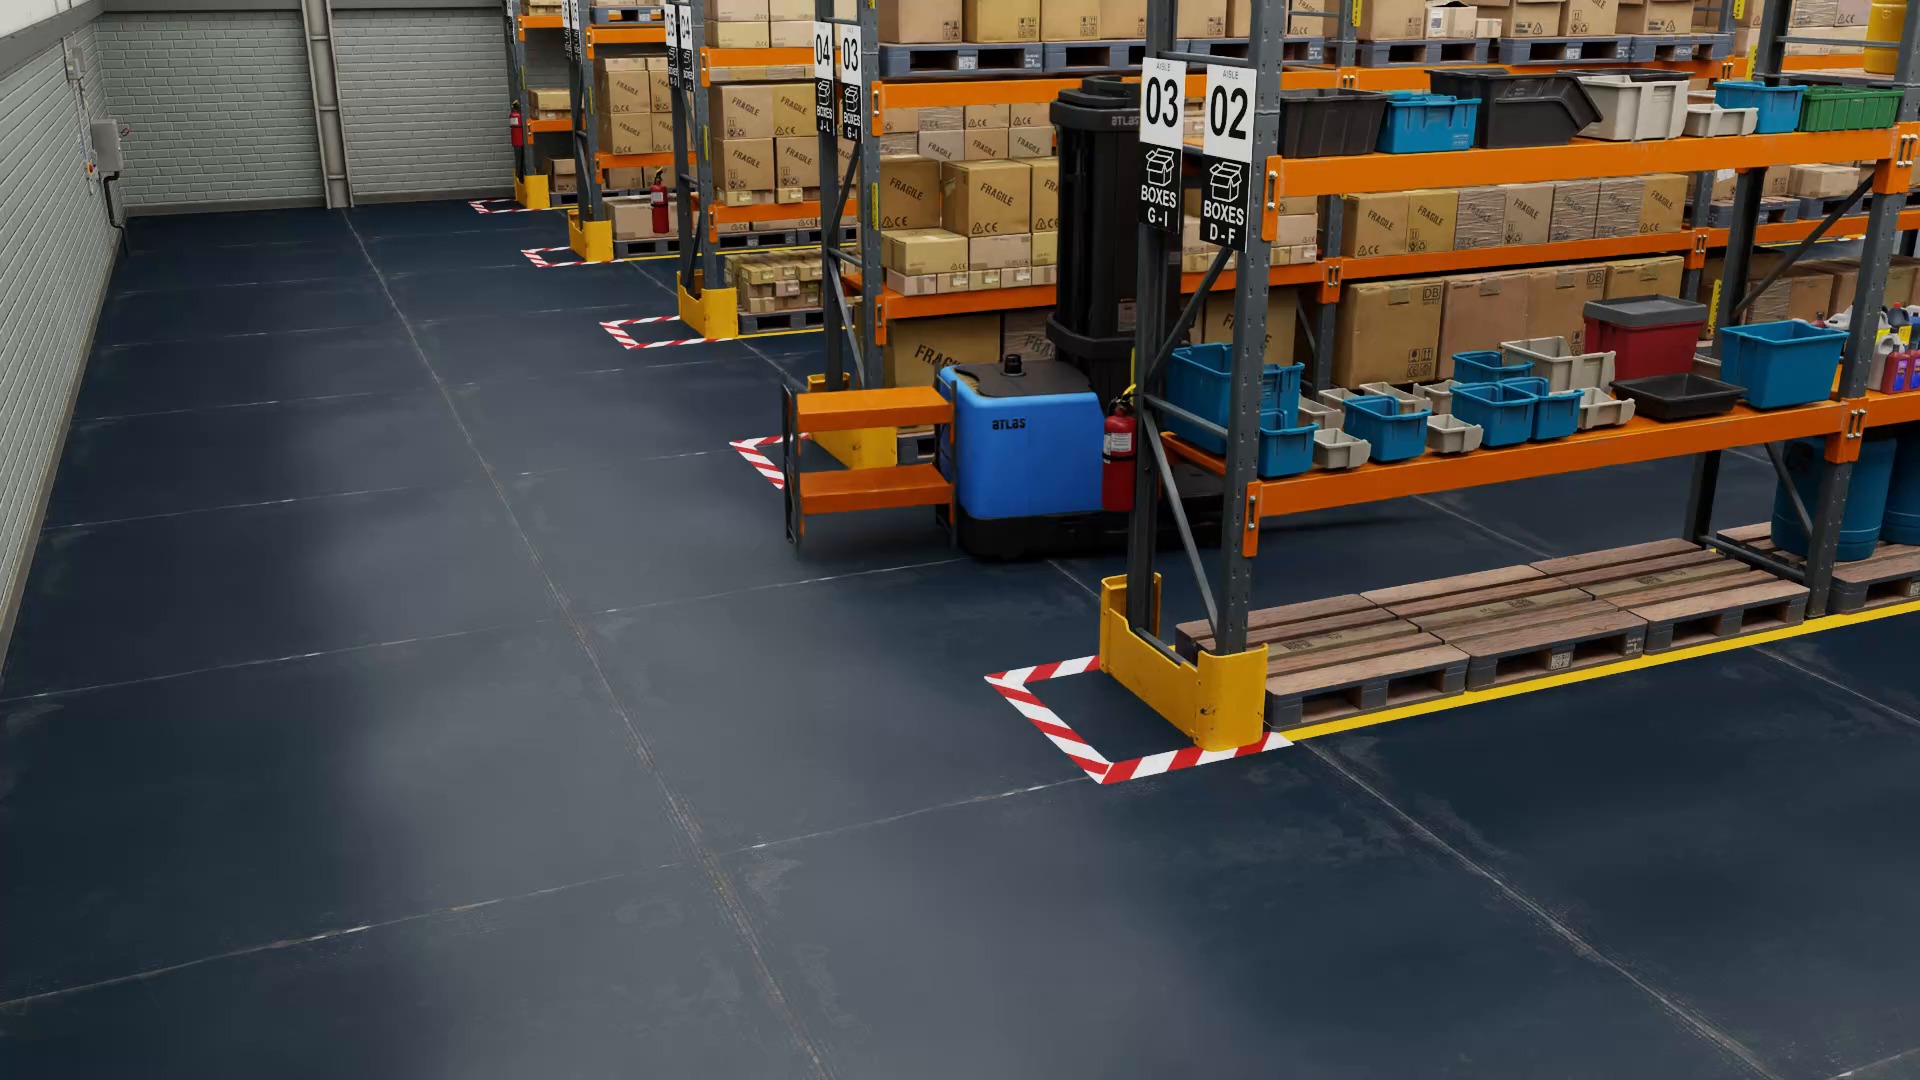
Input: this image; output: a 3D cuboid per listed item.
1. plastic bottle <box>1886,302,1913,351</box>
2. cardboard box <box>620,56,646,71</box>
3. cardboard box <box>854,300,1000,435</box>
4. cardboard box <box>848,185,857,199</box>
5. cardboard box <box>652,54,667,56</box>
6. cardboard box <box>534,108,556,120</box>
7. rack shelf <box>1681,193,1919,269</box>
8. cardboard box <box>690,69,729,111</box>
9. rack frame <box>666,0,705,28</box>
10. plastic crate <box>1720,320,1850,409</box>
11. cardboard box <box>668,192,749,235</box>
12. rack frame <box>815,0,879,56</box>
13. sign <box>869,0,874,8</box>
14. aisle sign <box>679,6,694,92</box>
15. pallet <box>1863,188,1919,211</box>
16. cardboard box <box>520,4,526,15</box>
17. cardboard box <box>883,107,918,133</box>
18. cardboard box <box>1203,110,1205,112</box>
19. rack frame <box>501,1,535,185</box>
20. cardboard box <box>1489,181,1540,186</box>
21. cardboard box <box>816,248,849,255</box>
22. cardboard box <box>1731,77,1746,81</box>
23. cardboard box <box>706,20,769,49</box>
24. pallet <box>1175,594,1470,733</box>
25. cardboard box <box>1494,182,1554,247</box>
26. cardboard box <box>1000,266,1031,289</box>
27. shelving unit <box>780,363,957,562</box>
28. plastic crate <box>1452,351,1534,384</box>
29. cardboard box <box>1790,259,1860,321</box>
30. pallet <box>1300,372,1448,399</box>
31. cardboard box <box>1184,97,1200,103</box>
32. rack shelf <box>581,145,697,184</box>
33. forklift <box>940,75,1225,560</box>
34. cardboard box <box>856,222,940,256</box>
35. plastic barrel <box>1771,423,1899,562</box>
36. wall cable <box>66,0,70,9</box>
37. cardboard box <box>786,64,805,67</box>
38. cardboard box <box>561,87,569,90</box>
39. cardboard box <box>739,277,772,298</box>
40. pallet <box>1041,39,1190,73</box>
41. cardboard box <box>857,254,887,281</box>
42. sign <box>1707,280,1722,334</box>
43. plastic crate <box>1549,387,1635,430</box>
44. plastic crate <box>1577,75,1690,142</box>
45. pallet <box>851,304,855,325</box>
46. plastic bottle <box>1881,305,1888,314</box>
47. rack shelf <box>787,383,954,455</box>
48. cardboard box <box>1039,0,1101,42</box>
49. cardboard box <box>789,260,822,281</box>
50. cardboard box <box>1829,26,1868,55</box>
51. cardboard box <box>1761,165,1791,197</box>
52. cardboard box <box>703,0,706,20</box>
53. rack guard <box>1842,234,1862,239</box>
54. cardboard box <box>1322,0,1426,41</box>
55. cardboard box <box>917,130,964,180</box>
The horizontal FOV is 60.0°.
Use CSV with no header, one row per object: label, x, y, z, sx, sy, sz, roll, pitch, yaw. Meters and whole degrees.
plastic bottle,5.757,-1.288,10.239,0.185,0.351,0.144,-8,21,-22
cardboard box,-4.096,-5.960,20.800,0.250,0.149,0.380,-8,21,-21
cardboard box,-0.263,-1.399,13.046,0.875,0.875,0.875,-8,21,-22
cardboard box,-1.098,-3.638,17.216,0.250,0.149,0.380,-9,21,-23
cardboard box,-3.819,-6.171,21.398,0.250,0.149,0.380,-8,21,-21
cardboard box,-6.303,-6.471,25.262,0.250,0.149,0.380,-8,21,-22
rack shelf,8.363,-3.071,16.310,4.000,0.370,1.077,-8,21,-22
cardboard box,-3.250,-5.752,21.186,0.500,0.500,0.500,-8,21,-22
rack frame,-2.691,-6.450,15.792,0.127,3.000,1.000,-8,21,-22
plastic crate,4.522,-0.966,9.182,0.575,0.384,0.392,-8,21,-22
cardboard box,-3.341,-4.347,22.076,0.875,0.438,0.875,-8,21,-20
rack frame,-0.819,-4.924,11.458,0.127,3.000,1.000,-8,21,-22
sign,-0.605,-3.789,11.315,0.005,0.325,0.100,-8,21,-22
aisle sign,-2.639,-4.746,16.069,0.004,0.787,0.394,-8,21,-22
pallet,9.440,-3.527,16.810,1.213,0.211,1.003,-8,21,-22
cardboard box,-6.512,-8.039,25.199,0.250,0.149,0.380,-8,21,-20
cardboard box,-0.760,-4.456,17.057,0.500,0.500,0.500,-9,21,-24
cardboard box,2.948,-4.858,19.153,0.250,0.149,0.380,-7,21,-20
rack frame,-6.714,-6.630,25.335,0.127,3.000,1.000,-8,21,-22
cardboard box,4.636,-3.401,14.504,0.637,0.503,0.797,-7,21,-20
cardboard box,-1.377,-3.057,17.952,0.250,0.149,0.380,-7,21,-20
cardboard box,9.689,-5.954,21.564,0.550,0.550,0.875,-8,21,-22
cardboard box,-2.177,-4.946,16.261,0.500,0.250,0.500,-7,21,-20
pallet,1.915,0.634,8.903,1.213,0.211,1.003,-8,21,-22
cardboard box,4.769,-2.854,14.461,0.500,0.500,0.500,-8,21,-21
cardboard box,0.347,-2.025,12.635,0.250,0.149,0.380,-8,21,-23
shelving unit,-0.588,-0.510,10.777,1.048,1.125,0.538,-5,20,-13
plastic crate,2.927,-0.882,9.172,0.300,0.233,0.416,-8,21,-22
cardboard box,8.668,-2.497,16.698,0.500,0.500,0.700,-10,22,-27
pallet,3.532,-1.430,14.766,1.213,0.211,1.003,-8,21,-22
cardboard box,3.106,-6.543,23.859,0.500,0.500,0.500,-9,21,-23
rack shelf,-2.908,-5.041,21.904,4.000,0.370,1.077,-8,21,-22
forklift,1.424,-1.502,10.875,3.031,2.935,1.130,-5,20,-13
cardboard box,-0.479,-2.309,12.841,0.500,0.250,0.500,-9,21,-23
plastic barrel,5.322,-0.385,10.127,0.708,0.901,0.600,-8,21,-22
wall cable,-10.151,-7.342,18.325,0.029,3.000,2.355,-8,21,-22
cardboard box,-2.187,-6.216,21.527,0.250,0.149,0.380,-8,21,-22
cardboard box,-5.923,-6.908,25.904,0.500,0.250,0.500,-8,21,-22
cardboard box,-2.108,-2.605,17.116,0.250,0.149,0.380,-7,21,-20
pallet,0.980,-3.730,12.717,1.213,0.211,1.003,-8,21,-22
cardboard box,-0.622,-2.123,12.915,0.250,0.149,0.380,-8,21,-21
sign,4.600,-1.409,10.091,0.005,0.325,0.100,-8,21,-22
plastic crate,3.336,-0.694,8.782,0.466,0.136,0.293,-8,21,-22
plastic crate,3.300,-2.141,8.247,0.530,0.282,0.437,-8,21,-22
pallet,-0.743,-2.571,18.005,1.213,0.211,1.003,-8,21,-22
plastic bottle,5.700,-1.332,10.364,0.185,0.351,0.144,-8,21,-22
rack shelf,-0.588,-0.786,10.680,1.000,0.278,0.538,-5,20,-13
cardboard box,0.657,-4.007,12.435,0.500,0.500,0.700,-10,22,-26
cardboard box,-1.588,-2.787,17.185,0.250,0.149,0.380,-8,21,-22
cardboard box,7.999,-4.613,15.317,0.500,0.250,0.500,-8,21,-21
cardboard box,7.480,-3.580,15.889,0.500,0.500,0.700,-5,20,-14
cardboard box,-2.369,-5.339,16.624,0.500,0.250,0.500,-9,21,-24
rack guard,12.022,-4.550,23.190,0.348,0.500,1.175,-8,21,-22
cardboard box,3.382,-4.360,13.590,0.500,0.500,0.700,-8,21,-21
cardboard box,-0.285,-4.051,17.414,0.500,0.500,0.500,-8,21,-22
